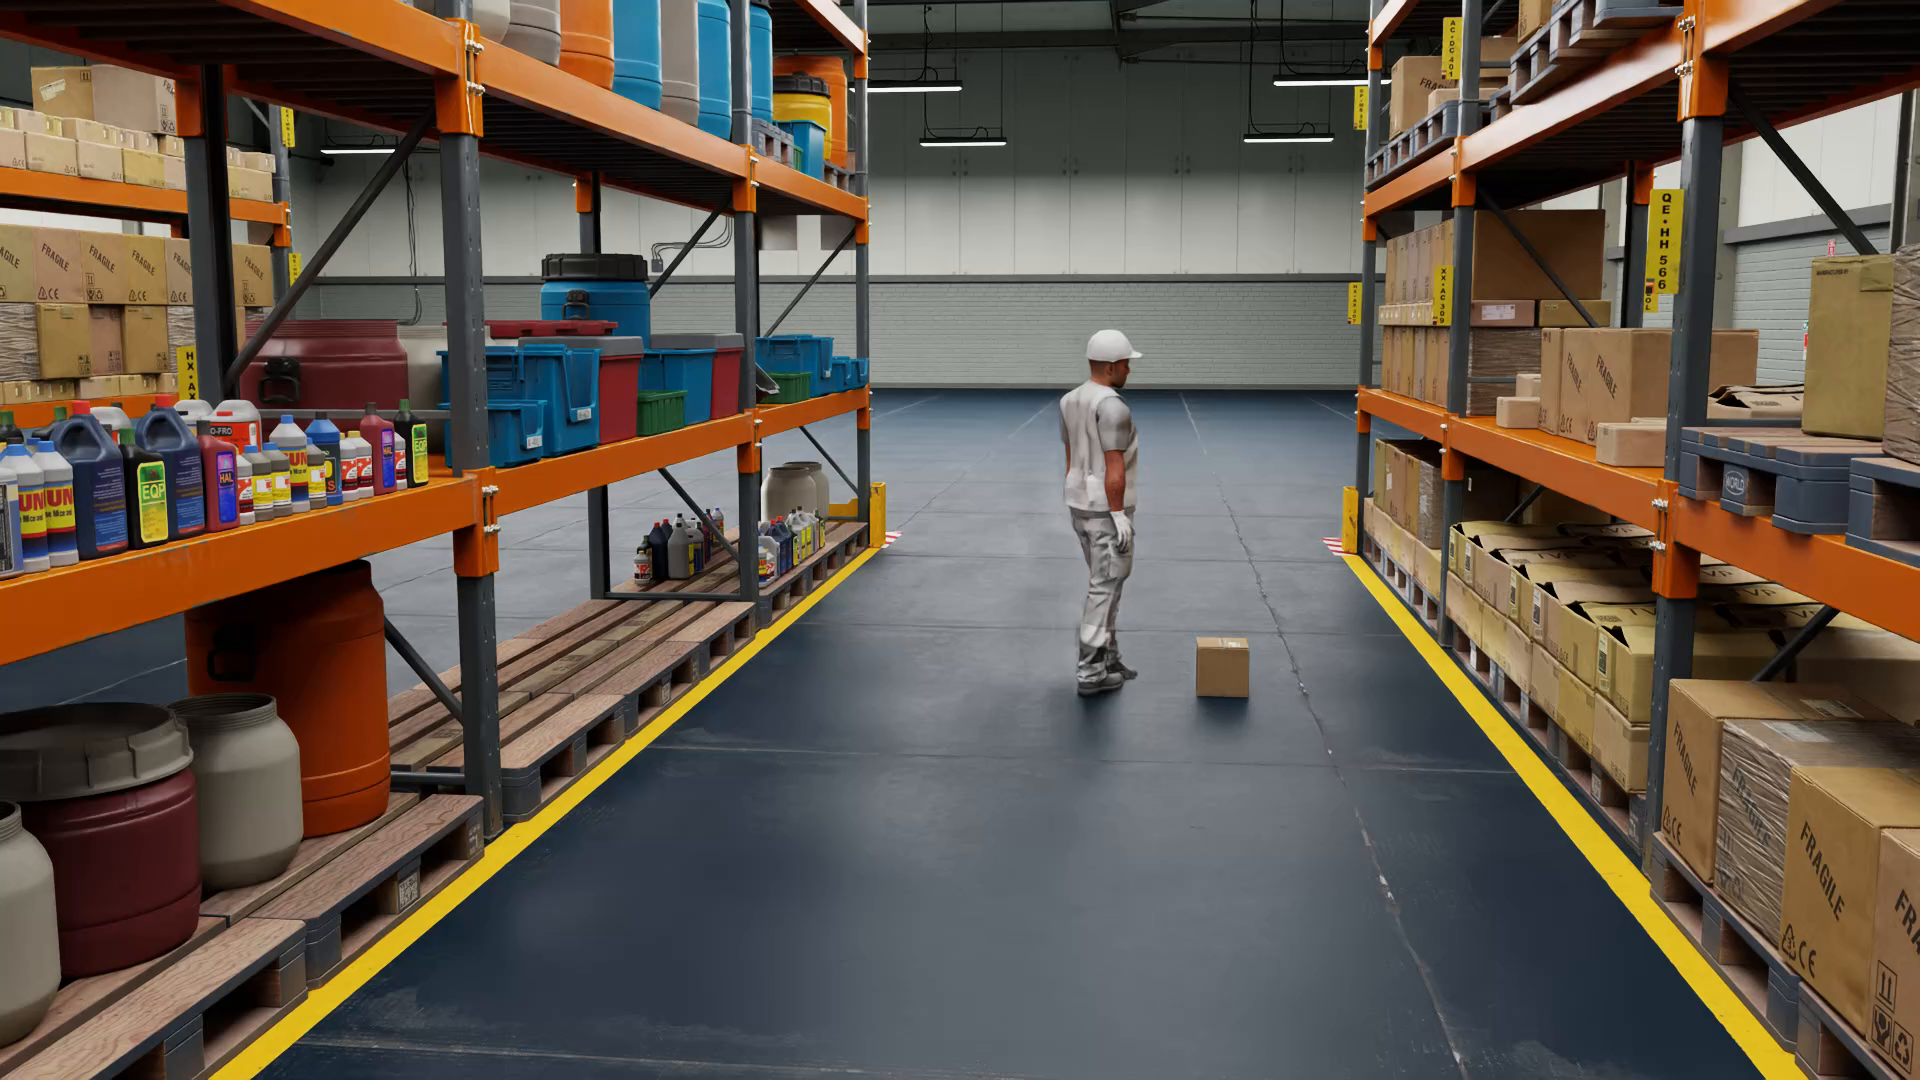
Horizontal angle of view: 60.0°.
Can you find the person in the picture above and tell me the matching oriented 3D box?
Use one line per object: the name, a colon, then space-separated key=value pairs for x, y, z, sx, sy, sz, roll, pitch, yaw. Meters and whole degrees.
person: x=0.787 y=-0.137 z=8.229 sx=0.528 sy=1.797 sz=0.565 roll=-4 pitch=8 yaw=-26
